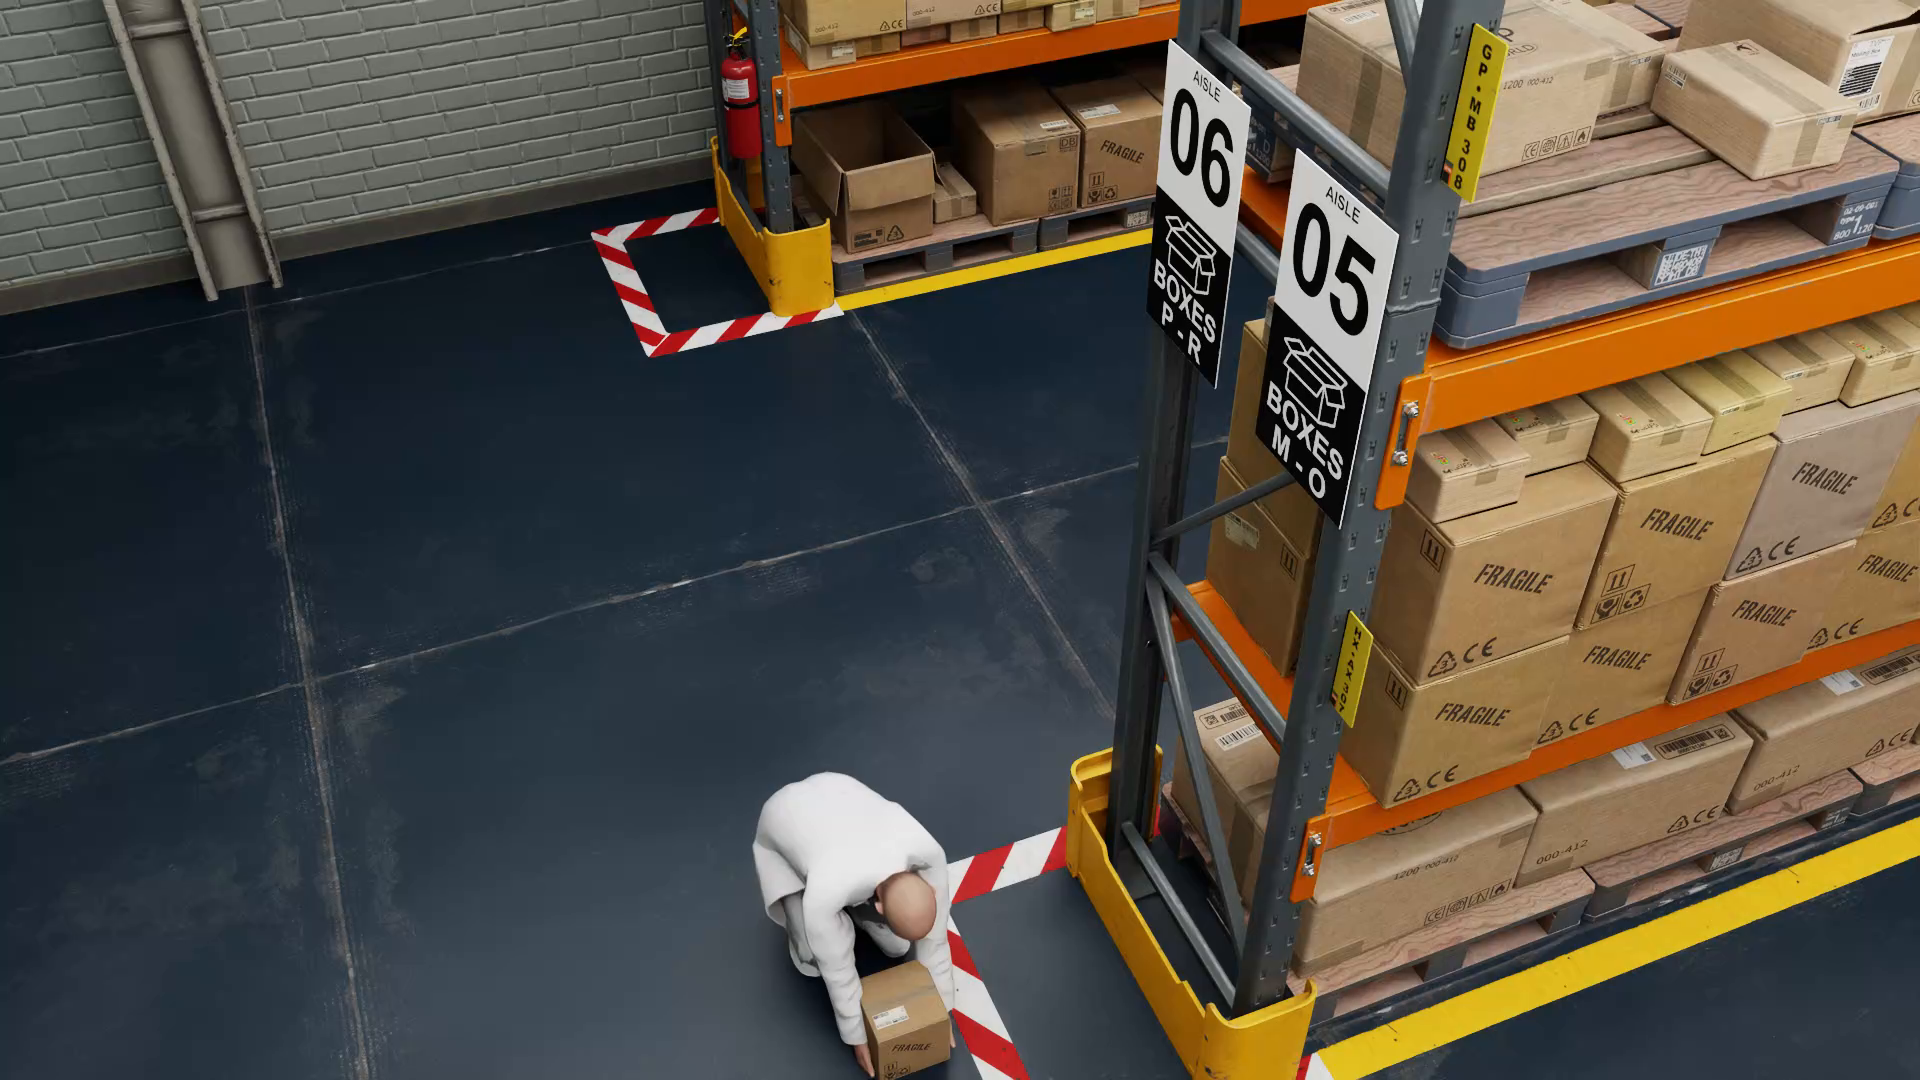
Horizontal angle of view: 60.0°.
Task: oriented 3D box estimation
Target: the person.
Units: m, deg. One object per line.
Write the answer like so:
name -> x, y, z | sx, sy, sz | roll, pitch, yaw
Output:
person -> -0.356, 1.230, 5.604 | 0.576, 0.850, 0.938 | -18, 44, -20
